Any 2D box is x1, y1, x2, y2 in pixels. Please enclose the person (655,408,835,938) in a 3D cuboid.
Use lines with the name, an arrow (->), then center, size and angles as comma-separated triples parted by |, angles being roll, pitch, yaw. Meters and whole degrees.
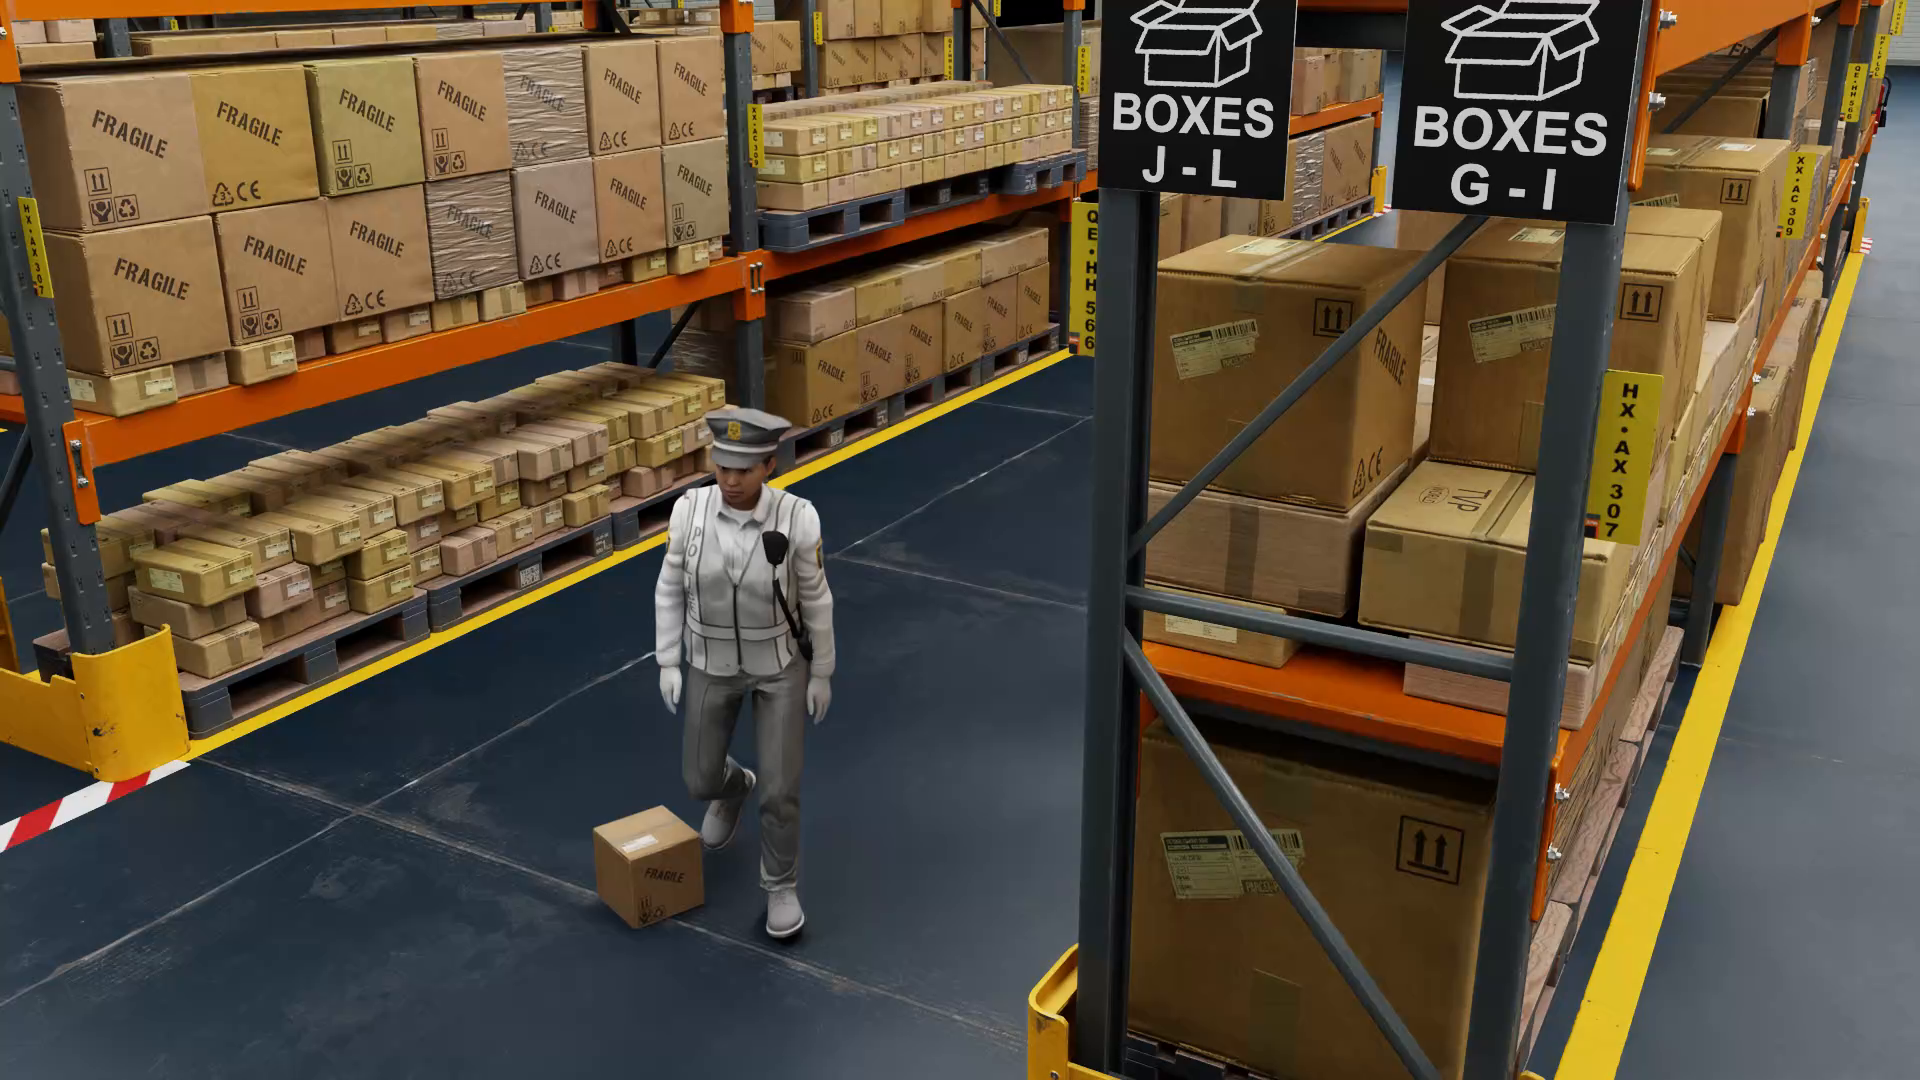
person -> -0.631, 0.350, 5.041 | 0.531, 1.651, 0.642 | 1, 20, 2
